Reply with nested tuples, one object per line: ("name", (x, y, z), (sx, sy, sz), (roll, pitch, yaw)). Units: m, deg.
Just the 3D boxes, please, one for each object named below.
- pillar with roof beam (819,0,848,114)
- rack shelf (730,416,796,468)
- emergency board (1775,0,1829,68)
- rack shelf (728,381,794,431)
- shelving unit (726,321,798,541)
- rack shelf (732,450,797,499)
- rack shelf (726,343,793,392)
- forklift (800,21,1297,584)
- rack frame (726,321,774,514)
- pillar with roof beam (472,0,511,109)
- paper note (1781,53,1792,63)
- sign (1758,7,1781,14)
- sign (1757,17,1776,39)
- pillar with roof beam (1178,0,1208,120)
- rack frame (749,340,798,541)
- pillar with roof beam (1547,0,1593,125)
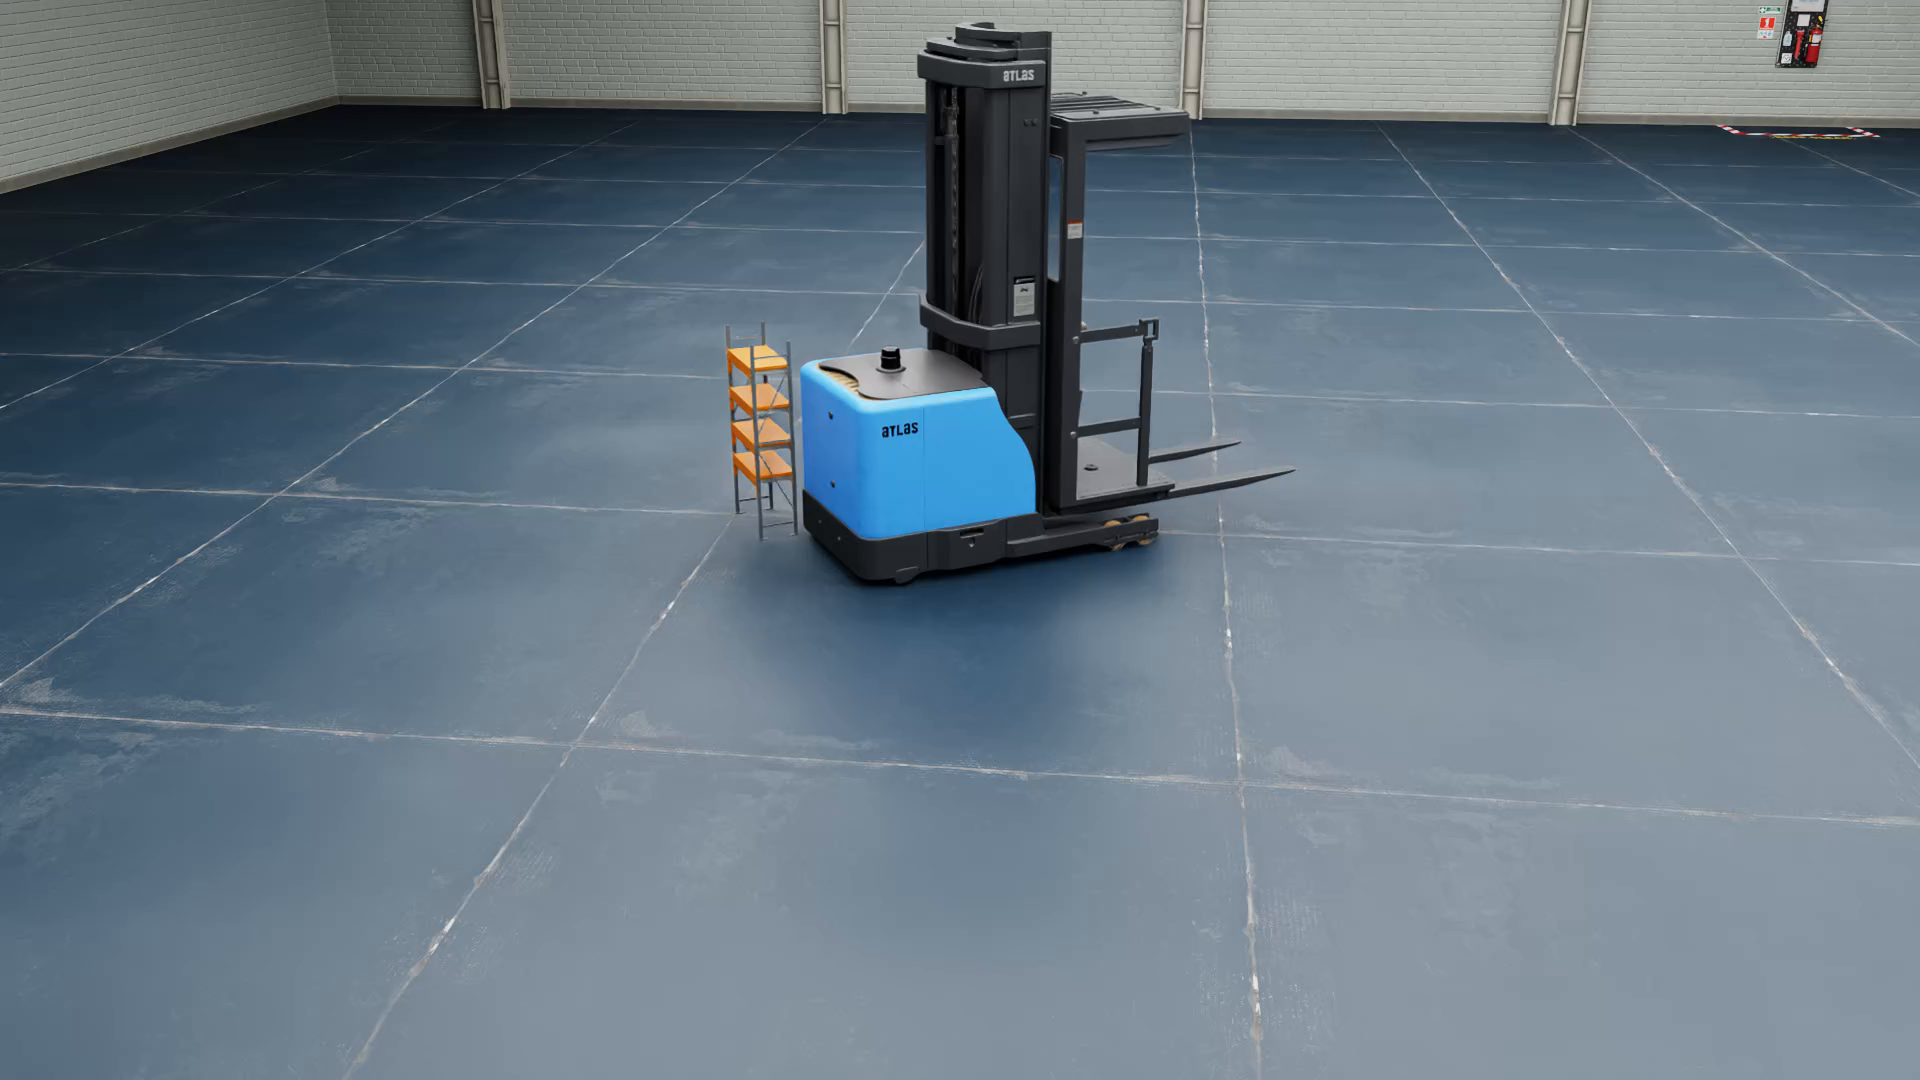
("pillar with roof beam", (-2.631, -9.906, 22.757), (0.400, 9.000, 9.100), (2, 22, 6))
("rack shelf", (-1.186, -0.593, 9.989), (0.258, 0.148, 0.480), (-9, 23, -22))
("emergency board", (13.301, -8.030, 26.172), (0.643, 1.169, 0.194), (2, 22, 6))
("rack shelf", (-1.186, -0.801, 9.907), (0.258, 0.148, 0.480), (-9, 23, -22))
("shelving unit", (-1.186, -0.655, 9.965), (0.258, 1.200, 0.503), (-9, 23, -22))
("rack shelf", (-1.185, -0.408, 10.063), (0.258, 0.148, 0.480), (-9, 23, -22))
("rack shelf", (-1.187, -1.021, 9.820), (0.258, 0.148, 0.480), (-9, 23, -22))
("forklift", (0.617, -1.473, 9.680), (3.031, 2.935, 1.130), (-10, 24, -24))
("rack frame", (-1.283, -0.738, 10.173), (0.240, 1.200, 0.015), (-9, 23, -22))
("pillar with roof beam", (-8.589, -10.166, 23.414), (0.400, 9.000, 9.100), (2, 22, 6))
("paper note", (13.134, -7.653, 26.417), (0.142, 0.148, 0.016), (2, 22, 6))
("sign", (12.768, -8.351, 26.215), (0.331, 0.109, 0.001), (2, 22, 6))
("sign", (12.764, -8.108, 26.321), (0.234, 0.329, 0.001), (2, 22, 6))
("pillar with roof beam", (3.328, -9.647, 22.101), (0.400, 9.000, 9.100), (2, 22, 6))
("rack frame", (-1.088, -0.573, 9.757), (0.240, 1.200, 0.015), (-9, 23, -22))
("pillar with roof beam", (9.286, -9.387, 21.444), (0.400, 9.000, 9.100), (2, 22, 6))
